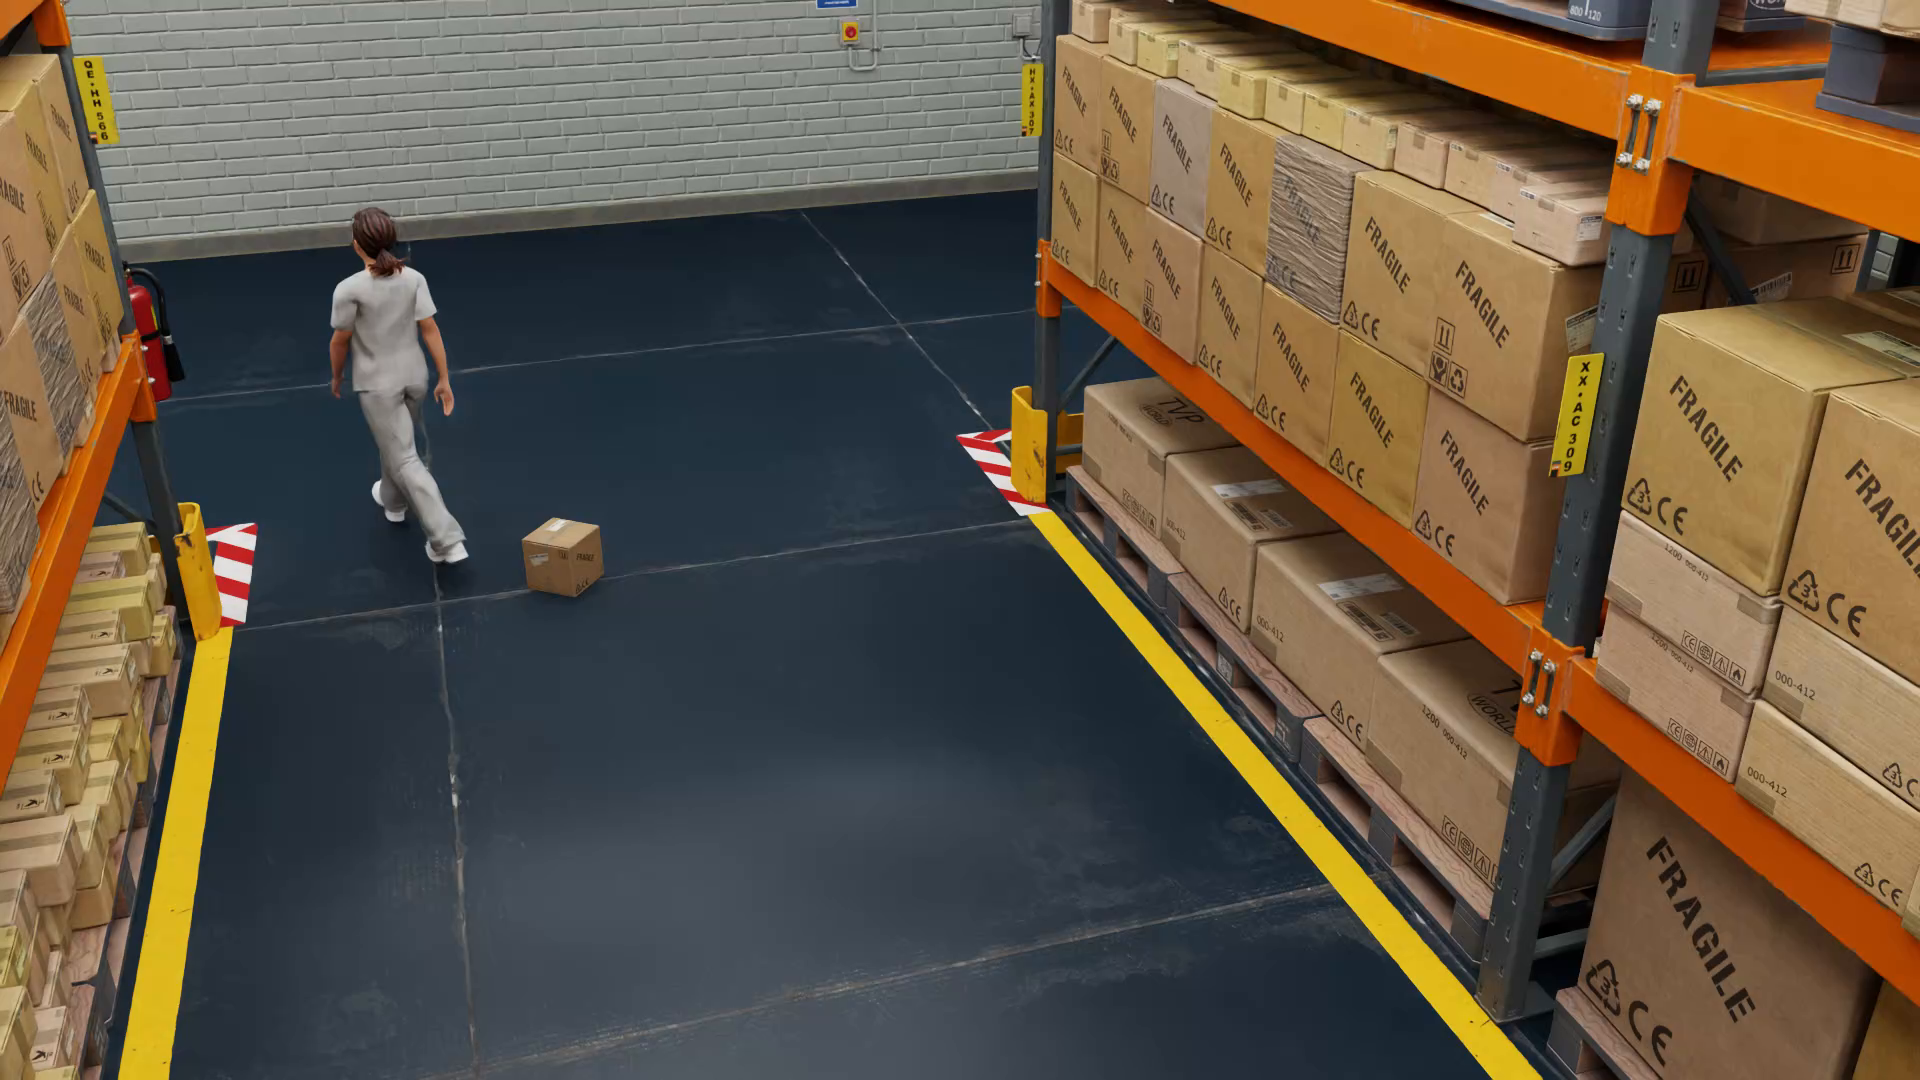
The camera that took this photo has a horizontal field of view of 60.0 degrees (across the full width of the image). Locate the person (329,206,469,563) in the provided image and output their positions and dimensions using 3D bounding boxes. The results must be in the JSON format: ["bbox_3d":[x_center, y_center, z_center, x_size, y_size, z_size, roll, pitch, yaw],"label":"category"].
[{"bbox_3d":[-2.591,-0.714,7.574,1.080,1.617,0.445,21,34,36],"label":"person"}]
